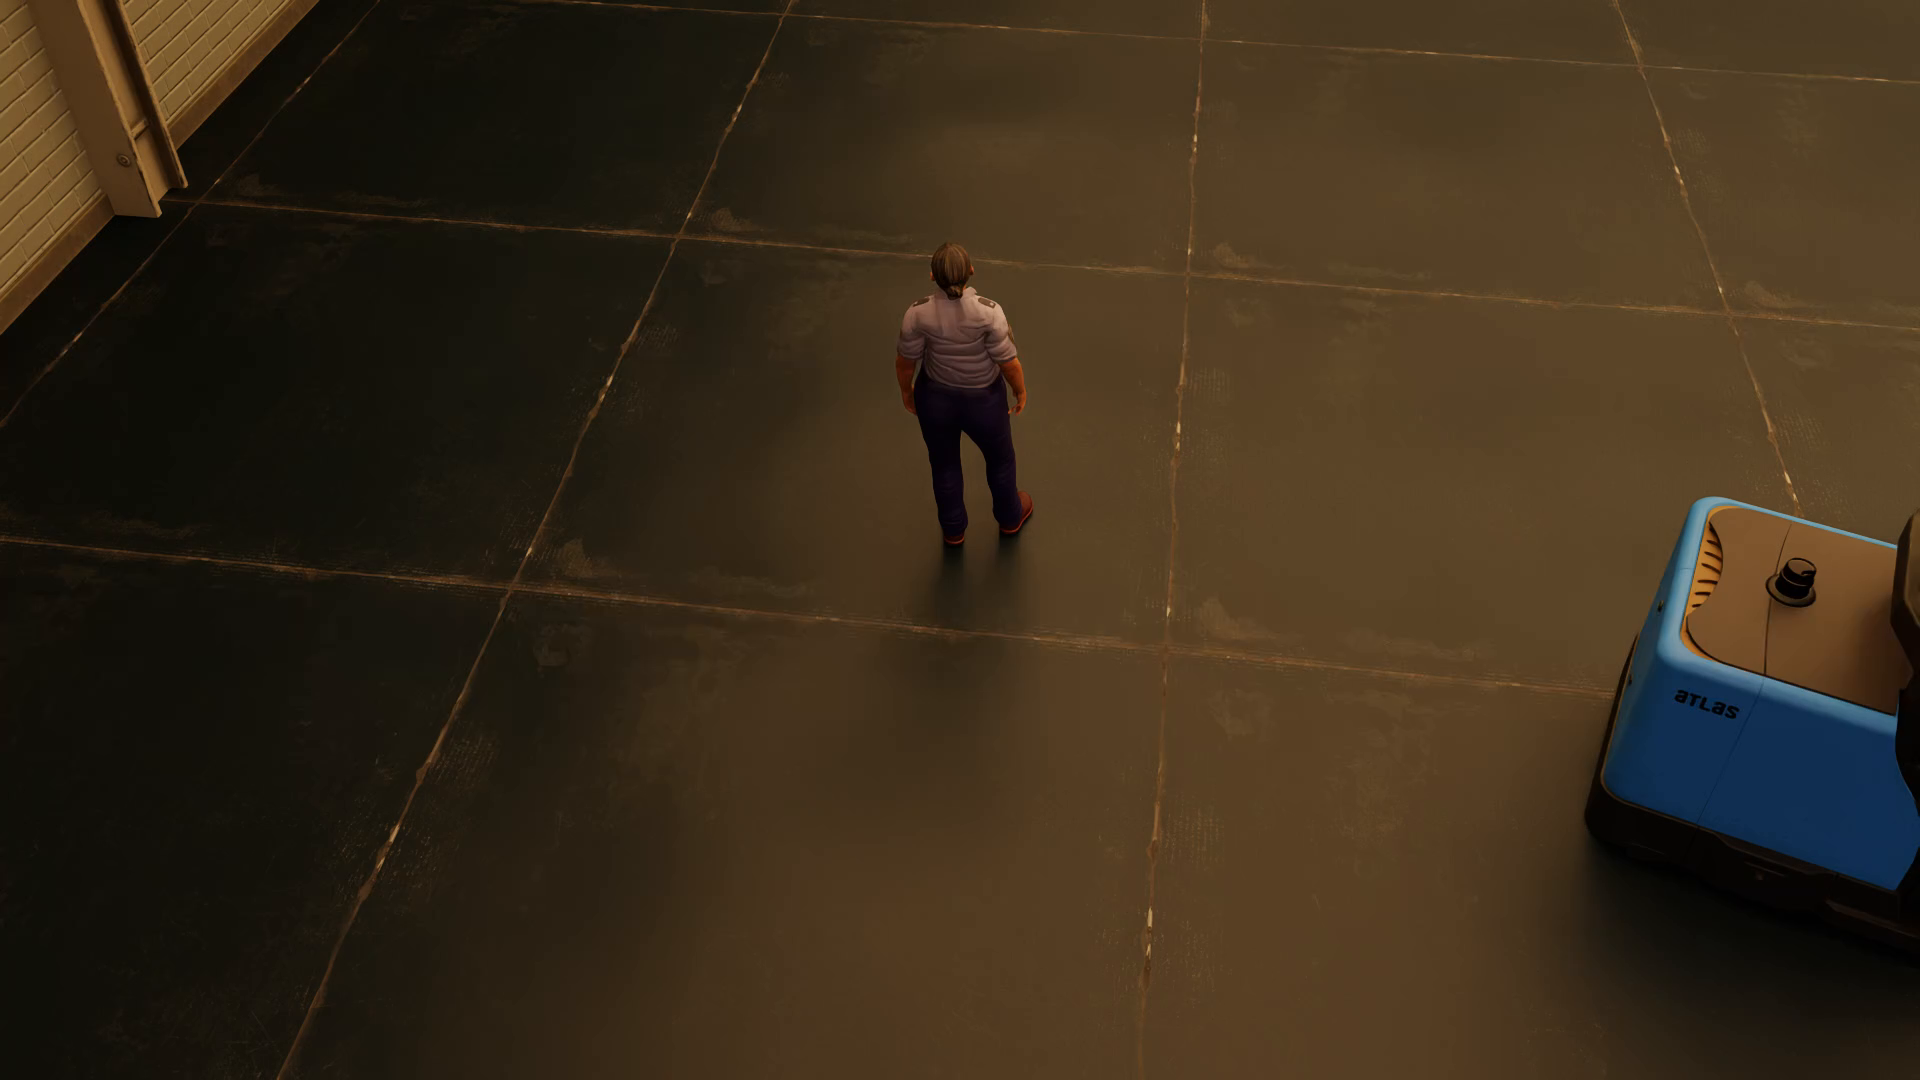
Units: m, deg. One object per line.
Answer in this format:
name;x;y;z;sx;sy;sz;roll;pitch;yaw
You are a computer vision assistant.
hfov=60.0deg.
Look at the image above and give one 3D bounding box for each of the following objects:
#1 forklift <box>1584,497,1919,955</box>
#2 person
forklift;4.027;0.251;5.451;3.031;2.935;1.130;18;46;19
person;0.035;-0.670;7.392;0.598;1.651;0.502;5;43;6
